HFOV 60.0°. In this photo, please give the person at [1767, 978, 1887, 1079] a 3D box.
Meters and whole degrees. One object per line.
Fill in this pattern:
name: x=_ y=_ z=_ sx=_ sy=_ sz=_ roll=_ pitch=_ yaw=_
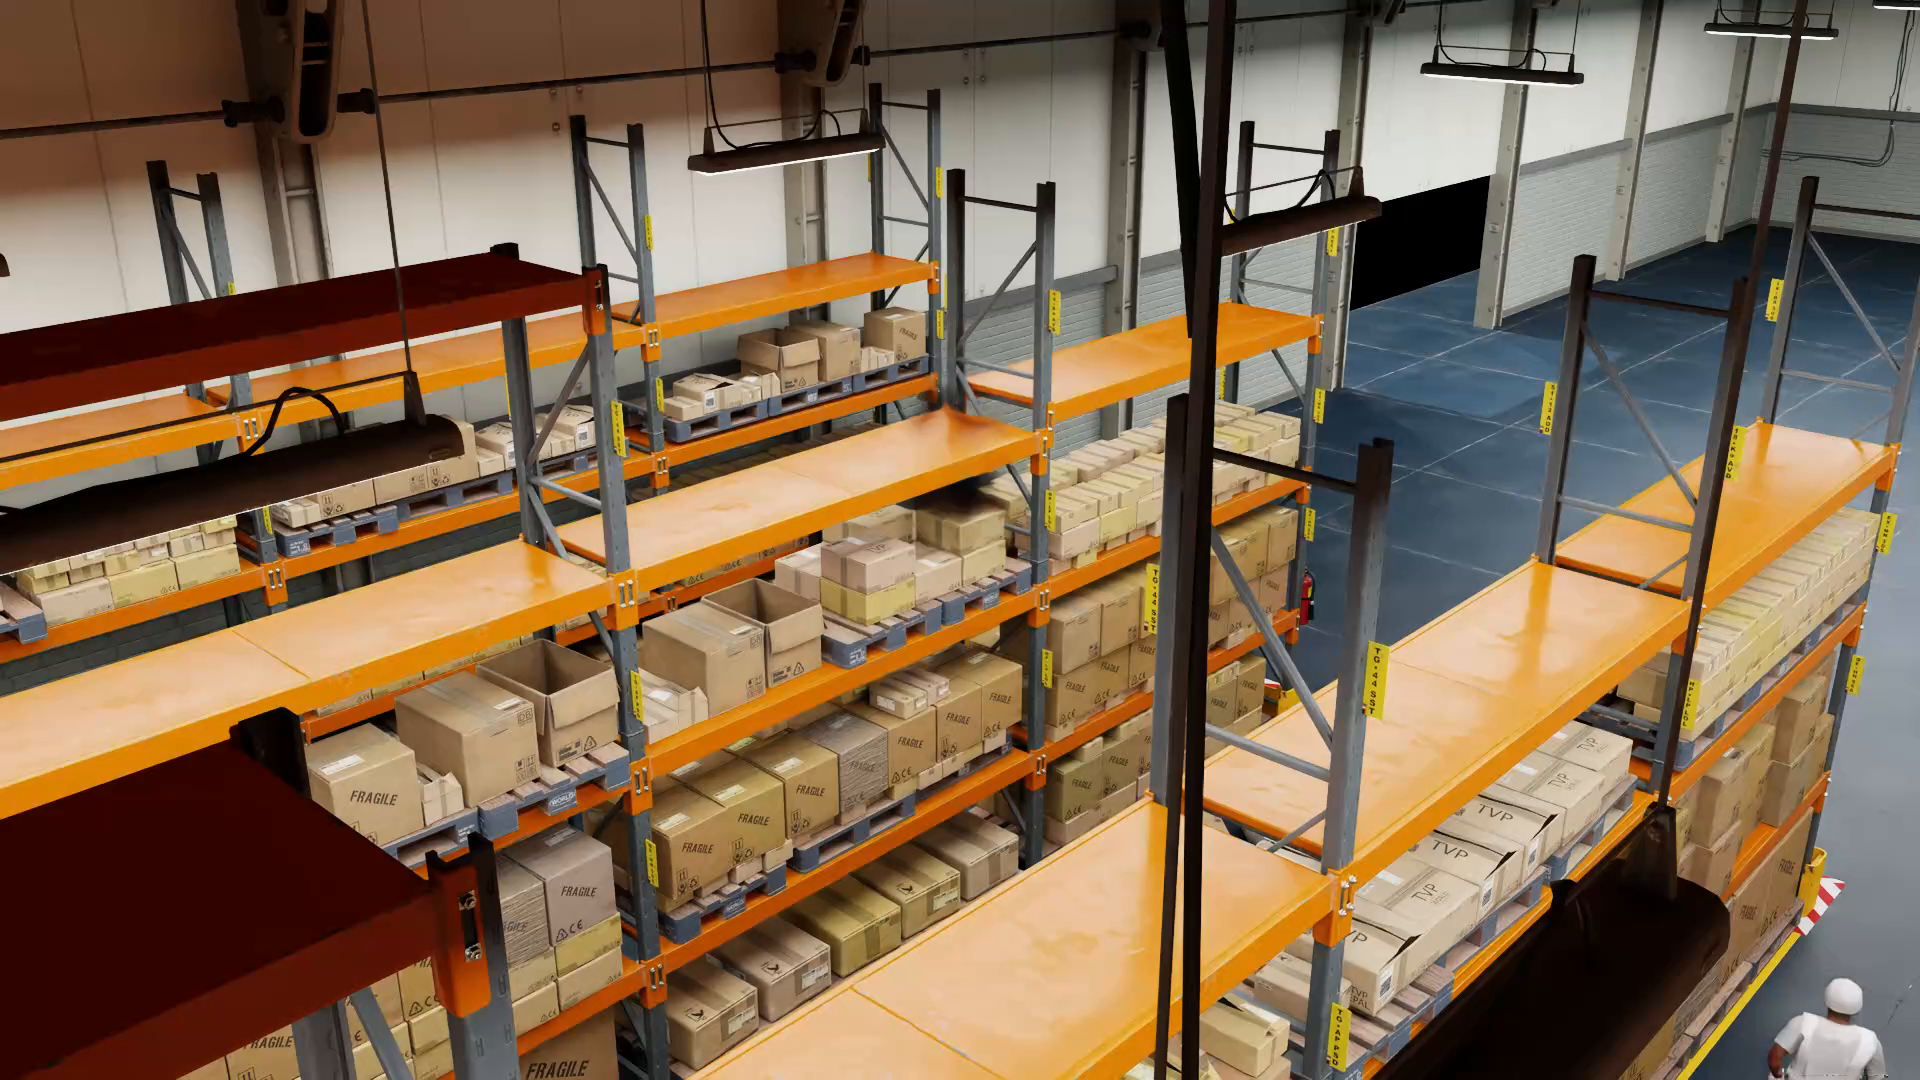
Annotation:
person: x=5.359 y=3.543 z=10.380 sx=0.634 sy=1.800 sz=0.939 roll=15 pitch=26 yaw=33
